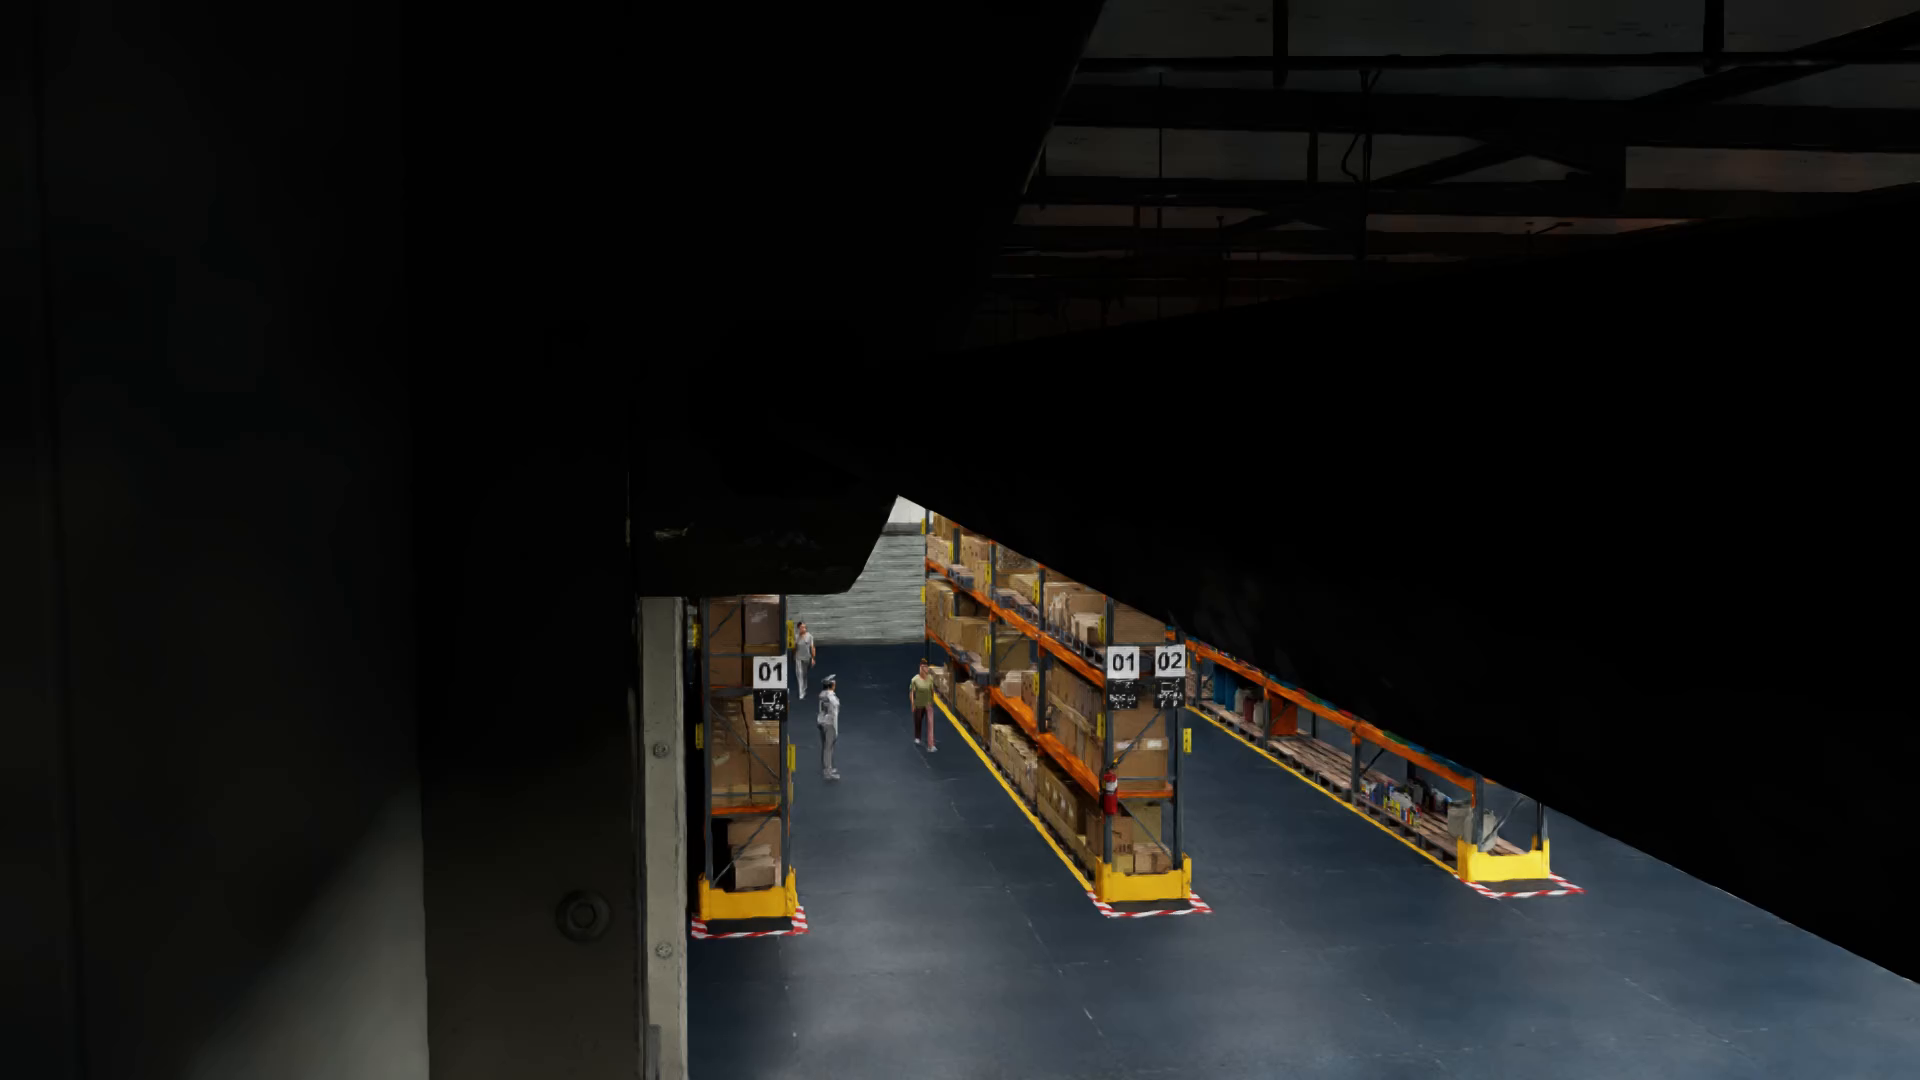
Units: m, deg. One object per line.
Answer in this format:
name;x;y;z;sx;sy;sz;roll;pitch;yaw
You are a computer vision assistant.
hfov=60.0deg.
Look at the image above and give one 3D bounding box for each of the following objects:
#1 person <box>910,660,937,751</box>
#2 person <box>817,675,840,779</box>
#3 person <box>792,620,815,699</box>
person;-0.668;2.929;29.581;0.448;1.571;1.110;-1;5;-7
person;-2.135;3.066;27.448;0.433;1.684;0.552;-3;6;-33
person;-3.259;2.472;34.676;0.453;1.612;1.019;-1;5;-10
